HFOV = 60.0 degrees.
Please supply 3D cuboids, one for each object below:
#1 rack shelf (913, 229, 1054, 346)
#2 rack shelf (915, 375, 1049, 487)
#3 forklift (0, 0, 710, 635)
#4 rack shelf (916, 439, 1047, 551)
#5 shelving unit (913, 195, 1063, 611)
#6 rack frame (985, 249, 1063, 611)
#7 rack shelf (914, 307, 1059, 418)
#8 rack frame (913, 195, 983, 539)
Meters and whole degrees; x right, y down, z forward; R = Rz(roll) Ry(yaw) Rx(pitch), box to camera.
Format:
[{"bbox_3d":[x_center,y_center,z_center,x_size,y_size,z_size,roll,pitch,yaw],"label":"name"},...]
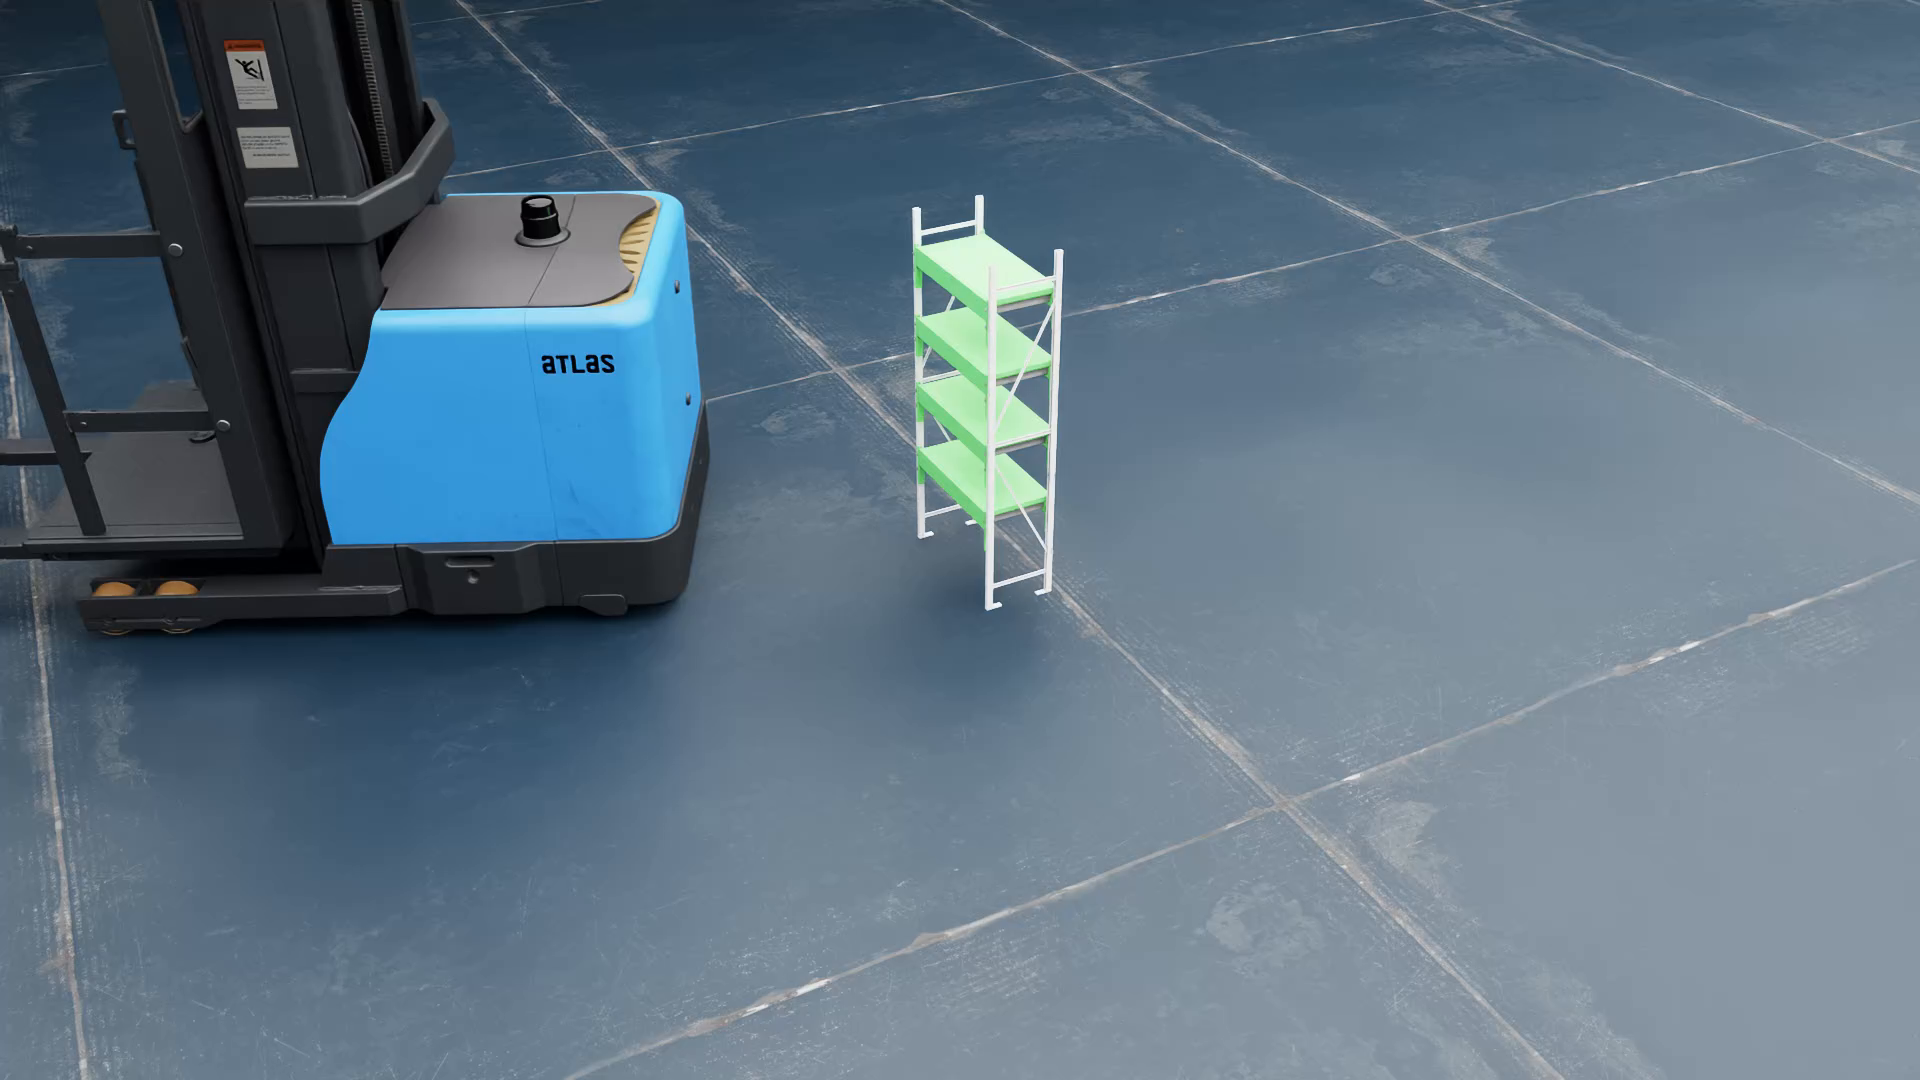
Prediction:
[{"bbox_3d":[0.077,-0.777,5.079,0.258,0.148,0.480,-16,36,-23],"label":"rack shelf"},{"bbox_3d":[0.077,-0.372,5.337,0.258,0.148,0.480,-16,36,-23],"label":"rack shelf"},{"bbox_3d":[-2.414,-1.224,4.943,3.031,2.935,1.130,-1,33,-2],"label":"forklift"},{"bbox_3d":[0.077,-0.170,5.467,0.258,0.148,0.480,-16,36,-23],"label":"rack shelf"},{"bbox_3d":[0.077,-0.426,5.303,0.258,1.200,0.503,-16,36,-23],"label":"shelving unit"},{"bbox_3d":[0.191,-0.310,5.121,0.240,1.200,0.015,-16,36,-23],"label":"rack frame"},{"bbox_3d":[0.077,-0.574,5.208,0.258,0.148,0.480,-16,36,-23],"label":"rack shelf"},{"bbox_3d":[-0.037,-0.543,5.485,0.240,1.200,0.015,-16,36,-23],"label":"rack frame"}]
